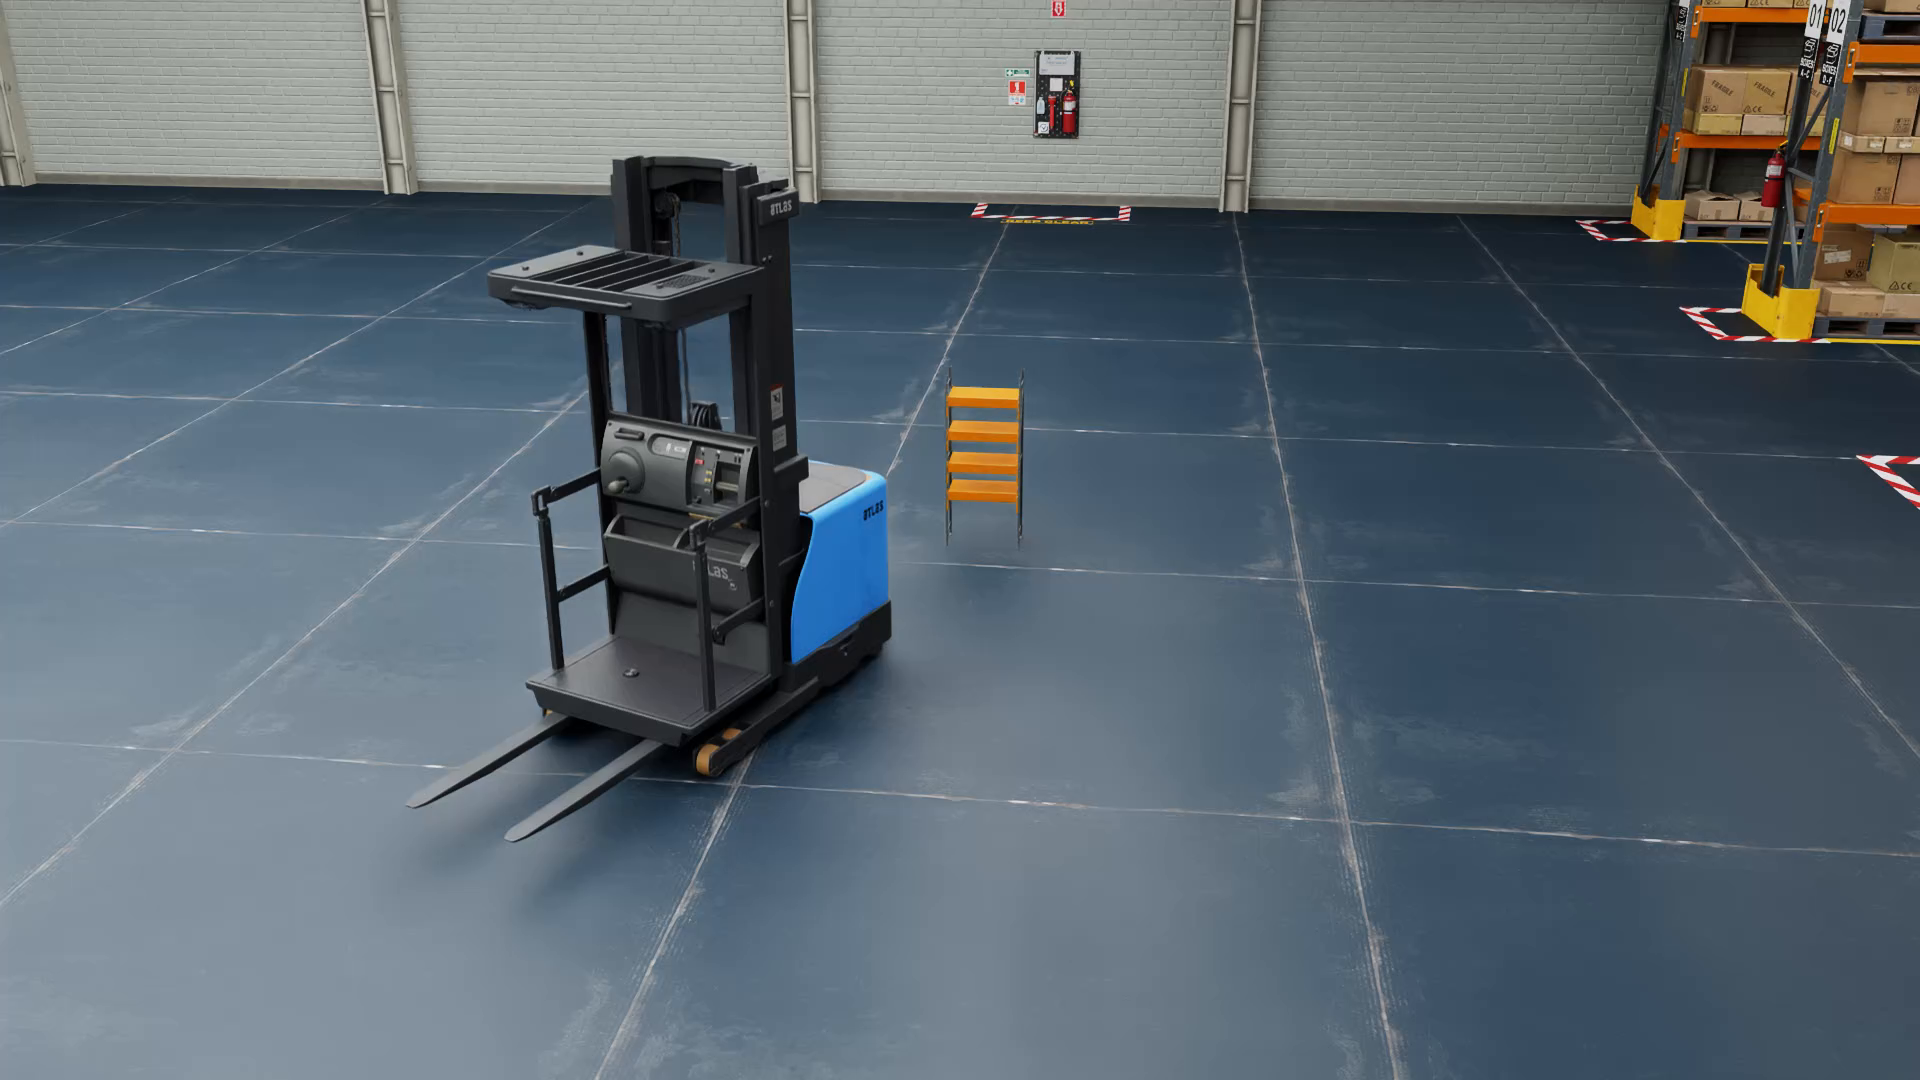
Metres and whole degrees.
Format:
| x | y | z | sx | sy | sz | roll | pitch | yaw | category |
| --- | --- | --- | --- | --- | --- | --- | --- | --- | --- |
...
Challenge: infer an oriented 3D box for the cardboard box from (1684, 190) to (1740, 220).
| x | y | z | sx | sy | sz | roll | pitch | yaw | category |
| --- | --- | --- | --- | --- | --- | --- | --- | --- | --- |
| 9.611 | -4.294 | 21.279 | 0.500 | 0.311 | 0.500 | 0 | 22 | 0 | cardboard box |

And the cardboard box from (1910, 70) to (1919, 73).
| x | y | z | sx | sy | sz | roll | pitch | yaw | category |
| --- | --- | --- | --- | --- | --- | --- | --- | --- | --- |
| 11.904 | -5.445 | 20.289 | 0.500 | 0.500 | 0.500 | 2 | 22 | 6 | cardboard box |

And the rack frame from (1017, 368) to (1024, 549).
| x | y | z | sx | sy | sz | roll | pitch | yaw | category |
| --- | --- | --- | --- | --- | --- | --- | --- | --- | --- |
| 0.407 | -0.540 | 11.174 | 0.015 | 1.200 | 0.240 | 2 | 22 | 6 | rack frame |

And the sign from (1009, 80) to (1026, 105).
| x | y | z | sx | sy | sz | roll | pitch | yaw | category |
| --- | --- | --- | --- | --- | --- | --- | --- | --- | --- |
| 0.786 | -6.147 | 22.859 | 0.234 | 0.329 | 0.001 | 2 | 22 | 6 | sign |

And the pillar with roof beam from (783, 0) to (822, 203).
| x | y | z | sx | sy | sz | roll | pitch | yaw | category |
| --- | --- | --- | --- | --- | --- | --- | --- | --- | --- |
| -2.692 | -7.425 | 17.982 | 0.400 | 9.000 | 9.100 | 2 | 22 | 6 | pillar with roof beam |

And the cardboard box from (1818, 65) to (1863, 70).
| x | y | z | sx | sy | sz | roll | pitch | yaw | category |
| --- | --- | --- | --- | --- | --- | --- | --- | --- | --- |
| 10.940 | -5.680 | 20.884 | 0.500 | 0.500 | 0.500 | 3 | 22 | 7 | cardboard box |

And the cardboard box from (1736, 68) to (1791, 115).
| x | y | z | sx | sy | sz | roll | pitch | yaw | category |
| --- | --- | --- | --- | --- | --- | --- | --- | --- | --- |
| 9.863 | -5.535 | 20.518 | 0.500 | 0.500 | 0.500 | 3 | 22 | 6 | cardboard box |

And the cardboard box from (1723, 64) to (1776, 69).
| x | y | z | sx | sy | sz | roll | pitch | yaw | category |
| --- | --- | --- | --- | --- | --- | --- | --- | --- | --- |
| 9.926 | -5.723 | 20.991 | 0.500 | 0.500 | 0.500 | 3 | 22 | 7 | cardboard box |

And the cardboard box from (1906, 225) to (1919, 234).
| x | y | z | sx | sy | sz | roll | pitch | yaw | category |
| --- | --- | --- | --- | --- | --- | --- | --- | --- | --- |
| 9.917 | -2.906 | 16.860 | 0.500 | 0.500 | 0.500 | 2 | 22 | 6 | cardboard box |

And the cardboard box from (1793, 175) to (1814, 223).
| x | y | z | sx | sy | sz | roll | pitch | yaw | category |
| --- | --- | --- | --- | --- | --- | --- | --- | --- | --- |
| 10.899 | -4.307 | 21.056 | 0.500 | 0.500 | 0.700 | 1 | 22 | 3 | cardboard box |

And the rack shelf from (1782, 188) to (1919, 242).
| x | y | z | sx | sy | sz | roll | pitch | yaw | category |
| --- | --- | --- | --- | --- | --- | --- | --- | --- | --- |
| 10.341 | -3.173 | 16.363 | 4.000 | 0.370 | 1.077 | 2 | 22 | 6 | rack shelf |

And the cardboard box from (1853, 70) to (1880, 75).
| x | y | z | sx | sy | sz | roll | pitch | yaw | category |
| --- | --- | --- | --- | --- | --- | --- | --- | --- | --- |
| 10.889 | -5.493 | 20.410 | 0.500 | 0.500 | 0.500 | 3 | 22 | 8 | cardboard box |

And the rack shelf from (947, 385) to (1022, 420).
| x | y | z | sx | sy | sz | roll | pitch | yaw | category |
| --- | --- | --- | --- | --- | --- | --- | --- | --- | --- |
| 0.164 | -0.916 | 11.057 | 0.480 | 0.148 | 0.258 | 2 | 22 | 6 | rack shelf |

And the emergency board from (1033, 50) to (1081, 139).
| x | y | z | sx | sy | sz | roll | pitch | yaw | category |
| --- | --- | --- | --- | --- | --- | --- | --- | --- | --- |
| 1.323 | -6.068 | 22.709 | 0.643 | 1.169 | 0.194 | 2 | 22 | 6 | emergency board |

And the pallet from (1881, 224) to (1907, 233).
| x | y | z | sx | sy | sz | roll | pitch | yaw | category |
| --- | --- | --- | --- | --- | --- | --- | --- | --- | --- |
| 12.235 | -3.949 | 21.141 | 1.213 | 0.211 | 1.003 | 2 | 22 | 6 | pallet |

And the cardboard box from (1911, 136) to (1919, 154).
| x | y | z | sx | sy | sz | roll | pitch | yaw | category |
| --- | --- | --- | --- | --- | --- | --- | --- | --- | --- |
| 9.229 | -3.824 | 16.015 | 0.250 | 0.149 | 0.380 | 3 | 22 | 7 | cardboard box |

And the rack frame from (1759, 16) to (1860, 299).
| x | y | z | sx | sy | sz | roll | pitch | yaw | category |
| --- | --- | --- | --- | --- | --- | --- | --- | --- | --- |
| 8.355 | -3.594 | 16.450 | 0.127 | 3.000 | 1.000 | 2 | 22 | 6 | rack frame |

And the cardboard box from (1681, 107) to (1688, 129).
| x | y | z | sx | sy | sz | roll | pitch | yaw | category |
| --- | --- | --- | --- | --- | --- | --- | --- | --- | --- |
| 9.421 | -5.392 | 21.177 | 0.500 | 0.250 | 0.500 | 3 | 22 | 7 | cardboard box |

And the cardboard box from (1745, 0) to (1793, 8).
| x | y | z | sx | sy | sz | roll | pitch | yaw | category |
| --- | --- | --- | --- | --- | --- | --- | --- | --- | --- |
| 9.766 | -6.711 | 20.092 | 0.500 | 0.500 | 0.500 | 4 | 22 | 10 | cardboard box |

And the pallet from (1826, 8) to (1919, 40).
| x | y | z | sx | sy | sz | roll | pitch | yaw | category |
| --- | --- | --- | --- | --- | --- | --- | --- | --- | --- |
| 9.054 | -4.907 | 15.813 | 1.213 | 0.211 | 1.003 | 2 | 22 | 6 | pallet |

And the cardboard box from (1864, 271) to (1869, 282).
| x | y | z | sx | sy | sz | roll | pitch | yaw | category |
| --- | --- | --- | --- | --- | --- | --- | --- | --- | --- |
| 9.420 | -2.578 | 17.049 | 0.500 | 0.250 | 0.500 | 2 | 22 | 6 | cardboard box |

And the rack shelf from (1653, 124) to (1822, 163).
| x | y | z | sx | sy | sz | roll | pitch | yaw | category |
| --- | --- | --- | --- | --- | --- | --- | --- | --- | --- |
| 10.920 | -4.981 | 20.938 | 4.000 | 0.370 | 1.077 | 2 | 22 | 6 | rack shelf |

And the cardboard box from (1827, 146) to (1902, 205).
| x | y | z | sx | sy | sz | roll | pitch | yaw | category |
| --- | --- | --- | --- | --- | --- | --- | --- | --- | --- |
| 8.817 | -3.615 | 16.368 | 0.500 | 0.500 | 0.700 | 3 | 22 | 6 | cardboard box |

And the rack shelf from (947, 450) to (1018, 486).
| x | y | z | sx | sy | sz | roll | pitch | yaw | category |
| --- | --- | --- | --- | --- | --- | --- | --- | --- | --- |
| 0.164 | -0.488 | 11.226 | 0.480 | 0.148 | 0.258 | 2 | 22 | 6 | rack shelf |

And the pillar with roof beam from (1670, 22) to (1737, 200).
| x | y | z | sx | sy | sz | roll | pitch | yaw | category |
| --- | --- | --- | --- | --- | --- | --- | --- | --- | --- |
| 9.225 | -6.906 | 16.668 | 0.400 | 9.000 | 9.100 | 2 | 22 | 6 | pillar with roof beam |

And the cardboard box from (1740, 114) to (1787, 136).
| x | y | z | sx | sy | sz | roll | pitch | yaw | category |
| --- | --- | --- | --- | --- | --- | --- | --- | --- | --- |
| 9.899 | -5.188 | 20.658 | 0.500 | 0.250 | 0.500 | 2 | 22 | 5 | cardboard box |

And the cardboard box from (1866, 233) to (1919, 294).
| x | y | z | sx | sy | sz | roll | pitch | yaw | category |
| --- | --- | --- | --- | --- | --- | --- | --- | --- | --- |
| 9.358 | -2.734 | 16.423 | 0.500 | 0.500 | 0.500 | 2 | 22 | 6 | cardboard box |

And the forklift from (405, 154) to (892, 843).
| x | y | z | sx | sy | sz | roll | pitch | yaw | category |
| --- | --- | --- | --- | --- | --- | --- | --- | --- | --- |
| -1.556 | -0.354 | 8.348 | 1.130 | 2.935 | 3.031 | 11 | 24 | 27 | forklift |

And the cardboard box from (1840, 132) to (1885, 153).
| x | y | z | sx | sy | sz | roll | pitch | yaw | category |
| --- | --- | --- | --- | --- | --- | --- | --- | --- | --- |
| 8.719 | -3.846 | 16.070 | 0.250 | 0.149 | 0.380 | 2 | 22 | 6 | cardboard box |

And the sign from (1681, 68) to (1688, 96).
| x | y | z | sx | sy | sz | roll | pitch | yaw | category |
| --- | --- | --- | --- | --- | --- | --- | --- | --- | --- |
| 8.871 | -5.607 | 20.365 | 0.005 | 0.325 | 0.100 | 2 | 22 | 6 | sign |

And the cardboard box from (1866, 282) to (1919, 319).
| x | y | z | sx | sy | sz | roll | pitch | yaw | category |
| --- | --- | --- | --- | --- | --- | --- | --- | --- | --- |
| 9.358 | -2.386 | 16.563 | 0.500 | 0.250 | 0.500 | 2 | 22 | 6 | cardboard box |

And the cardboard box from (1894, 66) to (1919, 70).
| x | y | z | sx | sy | sz | roll | pitch | yaw | category |
| --- | --- | --- | --- | --- | --- | --- | --- | --- | --- |
| 11.951 | -5.638 | 20.778 | 0.500 | 0.500 | 0.500 | 2 | 22 | 6 | cardboard box |

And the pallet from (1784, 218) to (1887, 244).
| x | y | z | sx | sy | sz | roll | pitch | yaw | category |
| --- | --- | --- | --- | --- | --- | --- | --- | --- | --- |
| 11.020 | -4.001 | 21.272 | 1.213 | 0.211 | 1.003 | 2 | 22 | 6 | pallet |

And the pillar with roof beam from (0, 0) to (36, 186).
| x | y | z | sx | sy | sz | roll | pitch | yaw | category |
| --- | --- | --- | --- | --- | --- | --- | --- | --- | --- |
| -14.609 | -7.944 | 19.295 | 0.400 | 9.000 | 9.100 | 2 | 22 | 6 | pillar with roof beam |

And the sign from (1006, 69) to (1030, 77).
| x | y | z | sx | sy | sz | roll | pitch | yaw | category |
| --- | --- | --- | --- | --- | --- | --- | --- | --- | --- |
| 0.790 | -6.390 | 22.752 | 0.331 | 0.109 | 0.001 | 2 | 22 | 6 | sign |

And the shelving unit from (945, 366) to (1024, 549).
| x | y | z | sx | sy | sz | roll | pitch | yaw | category |
| --- | --- | --- | --- | --- | --- | --- | --- | --- | --- |
| 0.164 | -0.551 | 11.201 | 0.503 | 1.200 | 0.258 | 2 | 22 | 6 | shelving unit |

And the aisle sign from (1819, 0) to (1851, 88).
| x | y | z | sx | sy | sz | roll | pitch | yaw | category |
| --- | --- | --- | --- | --- | --- | --- | --- | --- | --- |
| 8.254 | -4.694 | 15.696 | 0.004 | 0.787 | 0.394 | 2 | 22 | 6 | aisle sign |

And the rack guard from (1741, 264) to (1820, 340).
| x | y | z | sx | sy | sz | roll | pitch | yaw | category |
| --- | --- | --- | --- | --- | --- | --- | --- | --- | --- |
| 8.331 | -2.432 | 16.912 | 0.348 | 0.500 | 1.175 | 2 | 22 | 6 | rack guard |

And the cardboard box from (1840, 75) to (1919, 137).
| x | y | z | sx | sy | sz | roll | pitch | yaw | category |
| --- | --- | --- | --- | --- | --- | --- | --- | --- | --- |
| 8.870 | -4.216 | 16.124 | 0.500 | 0.500 | 0.700 | 3 | 22 | 6 | cardboard box |
